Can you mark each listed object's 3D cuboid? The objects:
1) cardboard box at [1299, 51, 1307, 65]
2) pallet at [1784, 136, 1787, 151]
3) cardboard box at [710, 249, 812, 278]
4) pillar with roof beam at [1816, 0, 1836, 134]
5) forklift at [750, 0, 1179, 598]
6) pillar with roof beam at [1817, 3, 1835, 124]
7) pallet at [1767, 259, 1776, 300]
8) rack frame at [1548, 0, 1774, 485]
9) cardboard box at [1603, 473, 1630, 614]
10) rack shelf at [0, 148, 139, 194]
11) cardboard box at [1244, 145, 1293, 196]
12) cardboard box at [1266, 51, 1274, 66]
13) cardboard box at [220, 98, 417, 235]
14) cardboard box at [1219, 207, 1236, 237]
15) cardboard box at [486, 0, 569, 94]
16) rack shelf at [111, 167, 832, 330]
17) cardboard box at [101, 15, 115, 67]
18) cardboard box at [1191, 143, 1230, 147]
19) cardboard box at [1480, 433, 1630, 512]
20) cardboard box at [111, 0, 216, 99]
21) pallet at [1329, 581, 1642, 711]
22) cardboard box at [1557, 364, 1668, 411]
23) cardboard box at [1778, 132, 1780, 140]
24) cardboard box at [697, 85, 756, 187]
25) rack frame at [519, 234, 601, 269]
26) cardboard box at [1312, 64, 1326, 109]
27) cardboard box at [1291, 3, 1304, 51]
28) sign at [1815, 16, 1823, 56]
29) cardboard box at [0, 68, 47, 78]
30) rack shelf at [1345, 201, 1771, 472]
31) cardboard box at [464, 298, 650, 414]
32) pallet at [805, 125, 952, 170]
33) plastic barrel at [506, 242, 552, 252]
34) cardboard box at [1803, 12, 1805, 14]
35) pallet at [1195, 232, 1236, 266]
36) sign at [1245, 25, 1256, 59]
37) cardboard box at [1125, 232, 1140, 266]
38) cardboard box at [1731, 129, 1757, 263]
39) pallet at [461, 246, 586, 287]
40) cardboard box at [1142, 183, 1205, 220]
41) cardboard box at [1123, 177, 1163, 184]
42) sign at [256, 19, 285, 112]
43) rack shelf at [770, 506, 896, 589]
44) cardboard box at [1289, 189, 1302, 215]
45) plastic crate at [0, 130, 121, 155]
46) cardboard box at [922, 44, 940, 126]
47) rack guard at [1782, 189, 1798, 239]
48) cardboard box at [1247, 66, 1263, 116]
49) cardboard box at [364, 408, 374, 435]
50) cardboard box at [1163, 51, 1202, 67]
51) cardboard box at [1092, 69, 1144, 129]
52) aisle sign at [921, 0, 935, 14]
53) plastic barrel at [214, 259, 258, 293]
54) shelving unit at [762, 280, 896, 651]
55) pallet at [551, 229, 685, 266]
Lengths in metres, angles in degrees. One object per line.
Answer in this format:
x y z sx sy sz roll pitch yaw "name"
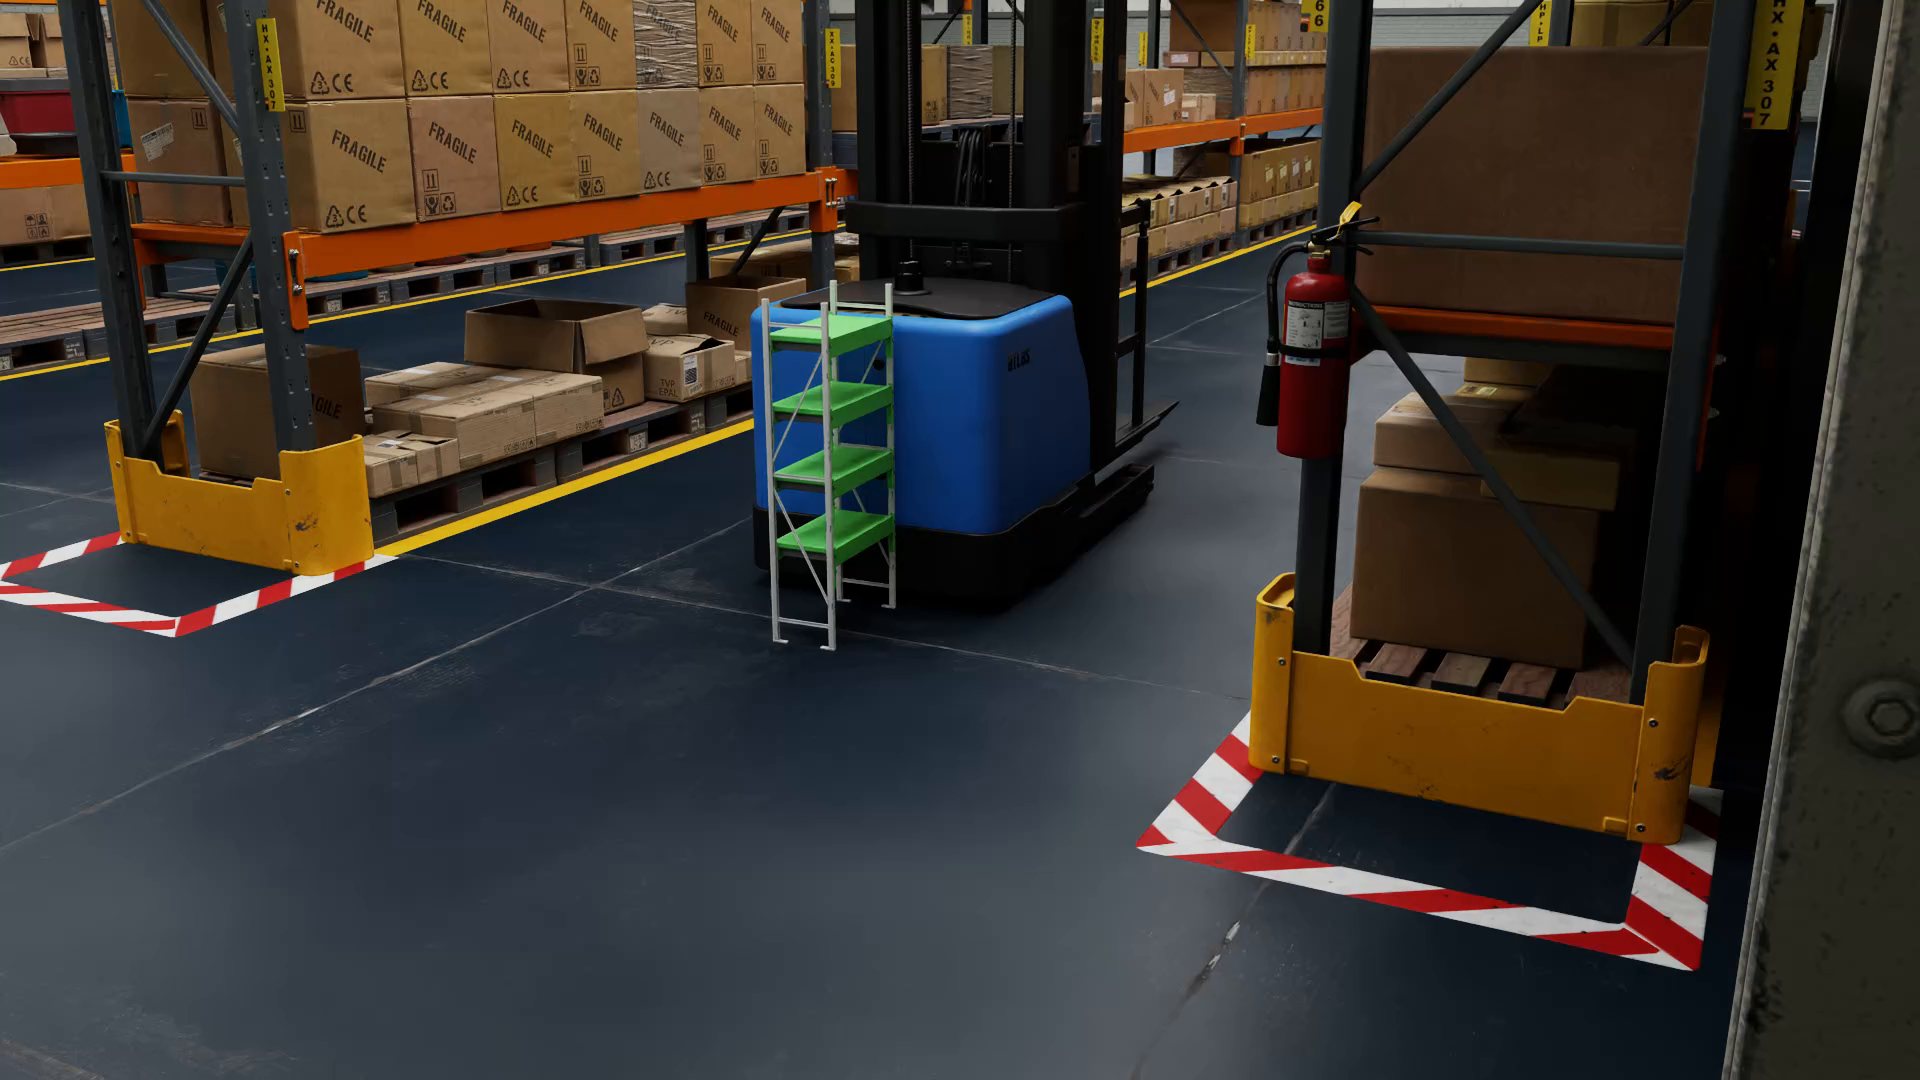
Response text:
3.683 -5.437 18.747 0.380 0.149 0.250 9 19 27 "cardboard box"
5.226 -2.899 11.852 1.213 0.211 1.003 8 18 25 "pallet"
-1.253 -1.581 10.696 0.500 0.500 0.500 8 18 25 "cardboard box"
15.912 -14.082 38.630 9.100 9.000 0.400 8 18 25 "pillar with roof beam"
0.244 -1.569 7.158 1.130 2.935 3.031 7 18 22 "forklift"
18.593 -15.610 43.775 9.100 9.000 0.400 8 18 25 "pillar with roof beam"
6.444 -2.279 14.327 1.003 0.211 1.213 8 18 25 "pallet"
3.216 -1.777 7.738 1.000 3.000 0.127 8 18 25 "rack frame"
1.875 -0.079 5.676 0.700 0.500 0.500 8 18 25 "cardboard box"
-6.541 -2.183 10.369 1.077 0.370 4.000 8 18 25 "rack shelf"
3.291 -4.019 18.063 0.500 0.500 0.500 8 18 25 "cardboard box"
3.106 -5.107 17.635 0.380 0.149 0.250 7 18 24 "cardboard box"
-2.571 -1.515 6.680 0.500 0.500 0.500 9 19 27 "cardboard box"
2.431 -3.184 16.569 0.500 0.250 0.500 8 18 25 "cardboard box"
-2.116 -2.255 7.416 0.500 0.500 0.500 8 18 26 "cardboard box"
-2.111 -1.552 8.244 1.077 0.370 4.000 8 18 25 "rack shelf"
-8.632 -5.031 16.756 0.797 0.503 0.637 9 19 27 "cardboard box"
2.823 -4.086 18.288 0.500 0.500 0.500 8 18 25 "cardboard box"
1.775 -0.206 4.962 0.380 0.149 0.250 8 18 26 "cardboard box"
-3.052 -2.063 6.769 0.500 0.500 0.500 8 18 25 "cardboard box"
1.716 0.365 5.424 1.003 0.211 1.213 8 18 25 "pallet"
2.453 -0.593 6.266 0.380 0.149 0.250 8 18 24 "cardboard box"
4.102 -2.323 8.845 0.500 0.500 0.500 8 18 24 "cardboard box"
-1.440 -2.162 8.861 0.500 0.500 0.500 9 19 27 "cardboard box"
-3.860 -4.056 15.412 1.000 3.000 0.127 8 18 25 "rack frame"
3.925 -5.393 19.738 0.700 0.500 0.500 8 18 25 "cardboard box"
3.446 -5.738 18.622 0.700 0.500 0.500 8 18 26 "cardboard box"
7.289 -4.300 14.199 0.100 0.325 0.005 8 18 25 "sign"
-8.975 -4.188 15.682 0.500 0.500 0.500 8 19 26 "cardboard box"
2.322 -0.922 6.125 1.077 0.370 4.000 8 18 25 "rack shelf"
-2.052 -0.941 8.536 0.797 0.503 0.637 8 18 25 "cardboard box"
-0.763 -2.504 10.522 1.003 0.211 1.213 8 18 25 "pallet"
-4.063 -3.090 15.234 0.600 0.830 0.708 8 18 25 "plastic barrel"
5.033 -3.207 10.502 0.500 0.250 0.500 9 19 27 "cardboard box"
2.063 -2.914 16.466 1.003 0.211 1.213 8 18 25 "pallet"
2.847 -4.894 16.340 0.100 0.325 0.005 8 18 25 "sign"
1.290 -2.532 14.373 0.500 0.250 0.500 8 18 24 "cardboard box"
2.311 -1.413 5.985 0.980 0.700 0.700 7 18 23 "cardboard box"
-4.175 -2.513 15.115 1.003 0.211 1.213 8 18 25 "pallet"
1.981 -3.196 15.623 0.500 0.311 0.500 8 18 25 "cardboard box"
1.721 -3.395 16.294 0.500 0.311 0.500 8 18 25 "cardboard box"
-2.519 -1.733 6.071 0.100 0.325 0.005 8 18 25 "sign"
-0.446 0.020 5.918 0.258 0.148 0.480 7 18 22 "rack shelf"
3.510 -3.788 18.601 0.500 0.250 0.500 8 18 25 "cardboard box"
-5.907 -2.615 10.937 0.437 0.125 0.590 8 18 25 "plastic crate"
-0.555 -2.931 10.710 0.700 0.500 0.500 12 20 34 "cardboard box"
8.544 -3.616 18.320 1.175 0.500 0.348 8 18 25 "rack guard"
2.780 -4.741 17.541 0.700 0.500 0.500 8 18 25 "cardboard box"
-2.721 -0.501 7.648 0.380 0.166 0.250 8 18 25 "cardboard box"
2.287 -4.899 16.936 0.380 0.149 0.250 8 18 25 "cardboard box"
1.305 -3.902 14.719 0.500 0.500 0.500 7 18 22 "cardboard box"
-0.515 -7.395 22.090 0.394 0.787 0.004 8 18 25 "aisle sign"
-5.389 -2.369 12.680 0.600 0.901 0.708 8 18 25 "plastic barrel"
-0.446 -0.271 5.831 0.258 1.200 0.503 7 18 22 "shelving unit"
-3.479 -2.912 16.457 1.003 0.211 1.213 8 18 25 "pallet"
